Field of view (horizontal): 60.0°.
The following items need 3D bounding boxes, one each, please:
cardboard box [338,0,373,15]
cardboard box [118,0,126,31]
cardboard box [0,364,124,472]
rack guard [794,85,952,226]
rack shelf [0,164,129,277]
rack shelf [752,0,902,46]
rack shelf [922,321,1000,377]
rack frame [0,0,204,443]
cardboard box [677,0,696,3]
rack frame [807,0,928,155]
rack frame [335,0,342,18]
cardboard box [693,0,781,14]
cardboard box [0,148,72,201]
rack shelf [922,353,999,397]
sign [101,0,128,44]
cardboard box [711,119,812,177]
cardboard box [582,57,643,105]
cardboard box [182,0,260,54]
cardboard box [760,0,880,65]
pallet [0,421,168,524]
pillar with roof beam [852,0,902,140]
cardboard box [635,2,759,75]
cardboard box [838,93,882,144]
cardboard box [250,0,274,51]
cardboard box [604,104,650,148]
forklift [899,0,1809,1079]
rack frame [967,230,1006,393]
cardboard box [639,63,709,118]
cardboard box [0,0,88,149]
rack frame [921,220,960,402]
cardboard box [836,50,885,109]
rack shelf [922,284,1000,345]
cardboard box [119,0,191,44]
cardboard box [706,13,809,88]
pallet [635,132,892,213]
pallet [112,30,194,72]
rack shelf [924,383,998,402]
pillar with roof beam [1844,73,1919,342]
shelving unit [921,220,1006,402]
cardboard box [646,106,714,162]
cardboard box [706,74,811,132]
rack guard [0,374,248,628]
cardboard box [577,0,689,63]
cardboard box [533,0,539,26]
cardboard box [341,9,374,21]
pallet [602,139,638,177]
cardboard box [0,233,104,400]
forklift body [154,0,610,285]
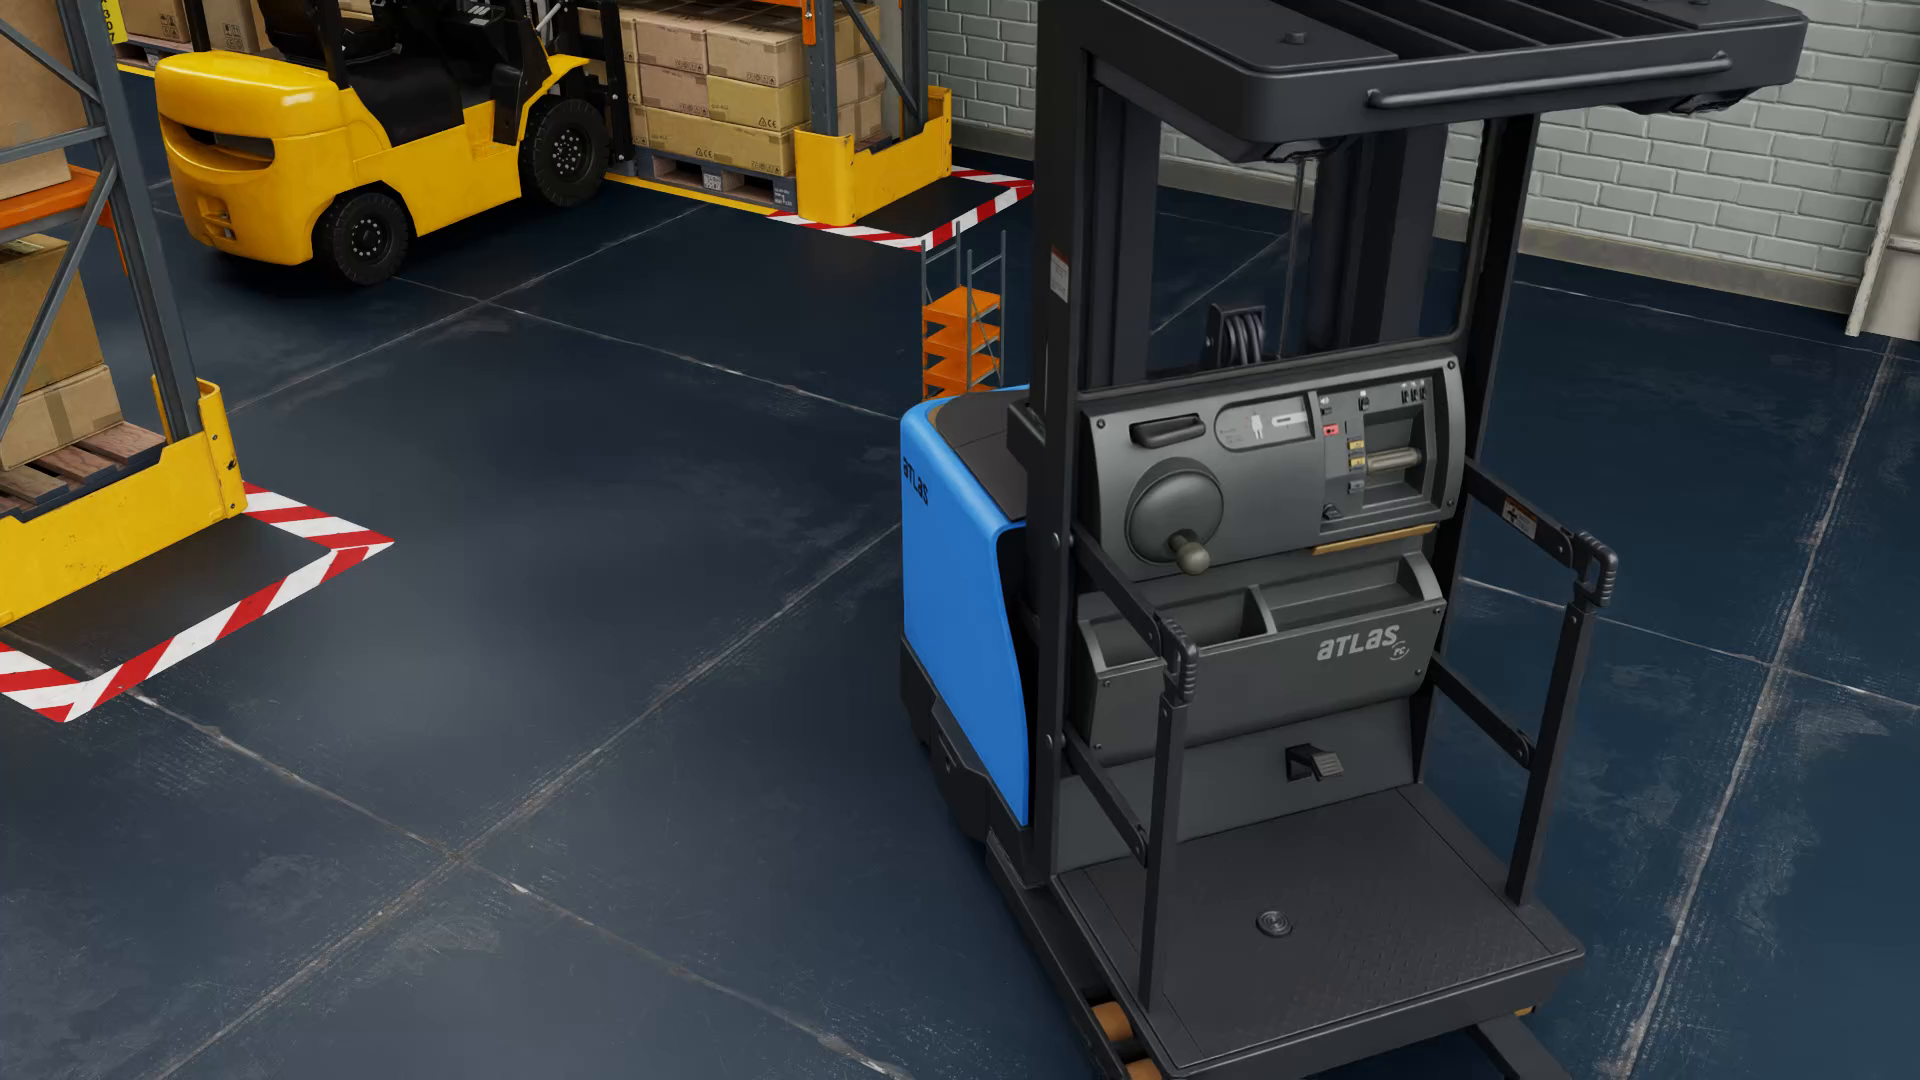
[{"bbox_3d":[-3.648,-3.560,10.696,0.500,0.250,0.500,17,34,27],"label":"cardboard box"},{"bbox_3d":[-6.200,-4.281,12.551,0.625,0.625,0.875,19,35,29],"label":"cardboard box"},{"bbox_3d":[-3.675,-0.535,6.502,0.500,0.250,0.500,17,34,27],"label":"cardboard box"},{"bbox_3d":[-0.482,-2.240,9.594,0.348,0.500,1.175,18,35,27],"label":"rack guard"},{"bbox_3d":[-4.832,-1.432,6.442,4.000,0.370,1.077,18,35,27],"label":"rack shelf"},{"bbox_3d":[-2.197,-3.552,10.075,4.000,0.370,1.077,18,35,27],"label":"rack shelf"},{"bbox_3d":[0.012,-0.683,5.842,0.180,0.103,0.258,18,35,27],"label":"rack shelf"},{"bbox_3d":[-3.138,-1.207,5.342,0.127,3.000,1.000,18,35,27],"label":"rack frame"},{"bbox_3d":[-1.652,-3.233,10.134,0.500,0.250,0.500,17,34,27],"label":"cardboard box"},{"bbox_3d":[-0.503,-3.327,8.975,0.127,3.000,1.000,18,35,27],"label":"rack frame"},{"bbox_3d":[-3.891,-4.398,10.812,0.127,3.000,1.000,18,35,27],"label":"rack frame"},{"bbox_3d":[-1.234,-3.094,9.896,0.500,0.250,0.500,18,35,27],"label":"cardboard box"},{"bbox_3d":[-3.316,-1.278,5.713,0.250,0.149,0.380,18,35,28],"label":"cardboard box"},{"bbox_3d":[0.012,-0.580,5.903,0.180,0.103,0.258,18,35,27],"label":"rack shelf"},{"bbox_3d":[-2.850,-1.813,5.521,0.005,0.325,0.100,18,35,27],"label":"sign"},{"bbox_3d":[-1.069,-2.311,9.547,0.500,0.250,0.500,18,35,28],"label":"cardboard box"},{"bbox_3d":[-1.949,-2.801,9.891,0.500,0.250,0.500,17,34,26],"label":"cardboard box"},{"bbox_3d":[-4.992,-3.900,11.898,0.625,0.625,0.875,17,34,27],"label":"cardboard box"},{"bbox_3d":[-0.809,-2.962,9.670,0.500,0.250,0.500,17,34,27],"label":"cardboard box"},{"bbox_3d":[-3.872,-0.256,6.479,1.213,0.211,1.003,18,35,27],"label":"pallet"},{"bbox_3d":[-2.902,-4.652,5.293,0.400,9.000,9.100,18,35,27],"label":"pillar with roof beam"},{"bbox_3d":[-1.494,-2.877,9.524,0.500,0.250,0.500,18,35,28],"label":"cardboard box"},{"bbox_3d":[-0.815,-2.535,9.931,0.500,0.250,0.500,18,35,28],"label":"cardboard box"},{"bbox_3d":[-4.338,-3.689,11.536,0.625,0.625,0.875,19,35,29],"label":"cardboard box"},{"bbox_3d":[-1.904,-2.586,10.019,0.500,0.250,0.500,18,35,28],"label":"cardboard box"},{"bbox_3d":[0.799,-0.123,3.551,1.130,2.935,3.031,-11,32,-17],"label":"forklift"},{"bbox_3d":[0.090,-0.490,5.899,0.006,1.200,0.240,18,35,27],"label":"rack frame"},{"bbox_3d":[-1.500,-2.672,9.669,0.500,0.250,0.500,17,34,27],"label":"cardboard box"},{"bbox_3d":[-3.392,-1.624,5.663,0.500,0.500,0.500,17,34,27],"label":"cardboard box"},{"bbox_3d":[-0.065,-0.539,5.983,0.006,1.200,0.240,18,35,27],"label":"rack frame"},{"bbox_3d":[-0.790,-2.751,9.804,0.500,0.250,0.500,18,35,28],"label":"cardboard box"},{"bbox_3d":[0.012,-0.787,5.782,0.180,0.103,0.258,18,35,27],"label":"rack shelf"},{"bbox_3d":[-5.629,-4.100,12.242,0.625,0.625,0.875,16,34,25],"label":"cardboard box"},{"bbox_3d":[-1.058,-2.742,9.294,0.500,0.250,0.500,19,35,29],"label":"cardboard box"},{"bbox_3d":[-1.173,-2.309,9.999,1.213,0.211,1.003,18,35,27],"label":"pallet"},{"bbox_3d":[-5.573,-3.701,12.384,1.213,0.211,1.003,18,35,27],"label":"pallet"},{"bbox_3d":[0.012,-0.476,5.963,0.180,0.103,0.258,18,35,27],"label":"rack shelf"},{"bbox_3d":[2.180,-3.044,2.538,0.400,9.000,9.100,18,35,27],"label":"pillar with roof beam"},{"bbox_3d":[0.012,-0.514,5.941,0.189,1.200,0.258,18,35,27],"label":"shelving unit"},{"bbox_3d":[-1.485,-2.449,9.782,0.500,0.250,0.500,18,35,27],"label":"cardboard box"},{"bbox_3d":[-1.081,-2.533,9.431,0.500,0.250,0.500,17,34,27],"label":"cardboard box"},{"bbox_3d":[-3.203,-0.148,6.007,0.348,0.500,1.175,18,35,27],"label":"rack guard"},{"bbox_3d":[-1.927,-3.008,9.748,0.500,0.250,0.500,18,35,28],"label":"cardboard box"},{"bbox_3d":[-2.352,-3.147,9.987,0.500,0.250,0.500,17,34,26],"label":"cardboard box"},{"bbox_3d":[-3.645,-3.346,10.825,0.500,0.250,0.500,17,34,27],"label":"cardboard box"},{"bbox_3d":[-2.202,-2.636,10.559,1.213,0.211,1.003,18,35,27],"label":"pallet"},{"bbox_3d":[-3.695,-0.865,6.324,0.500,0.500,0.500,16,34,26],"label":"cardboard box"},{"bbox_3d":[-3.079,-2.689,8.725,1.214,2.155,2.313,18,35,27],"label":"forklift body"}]
